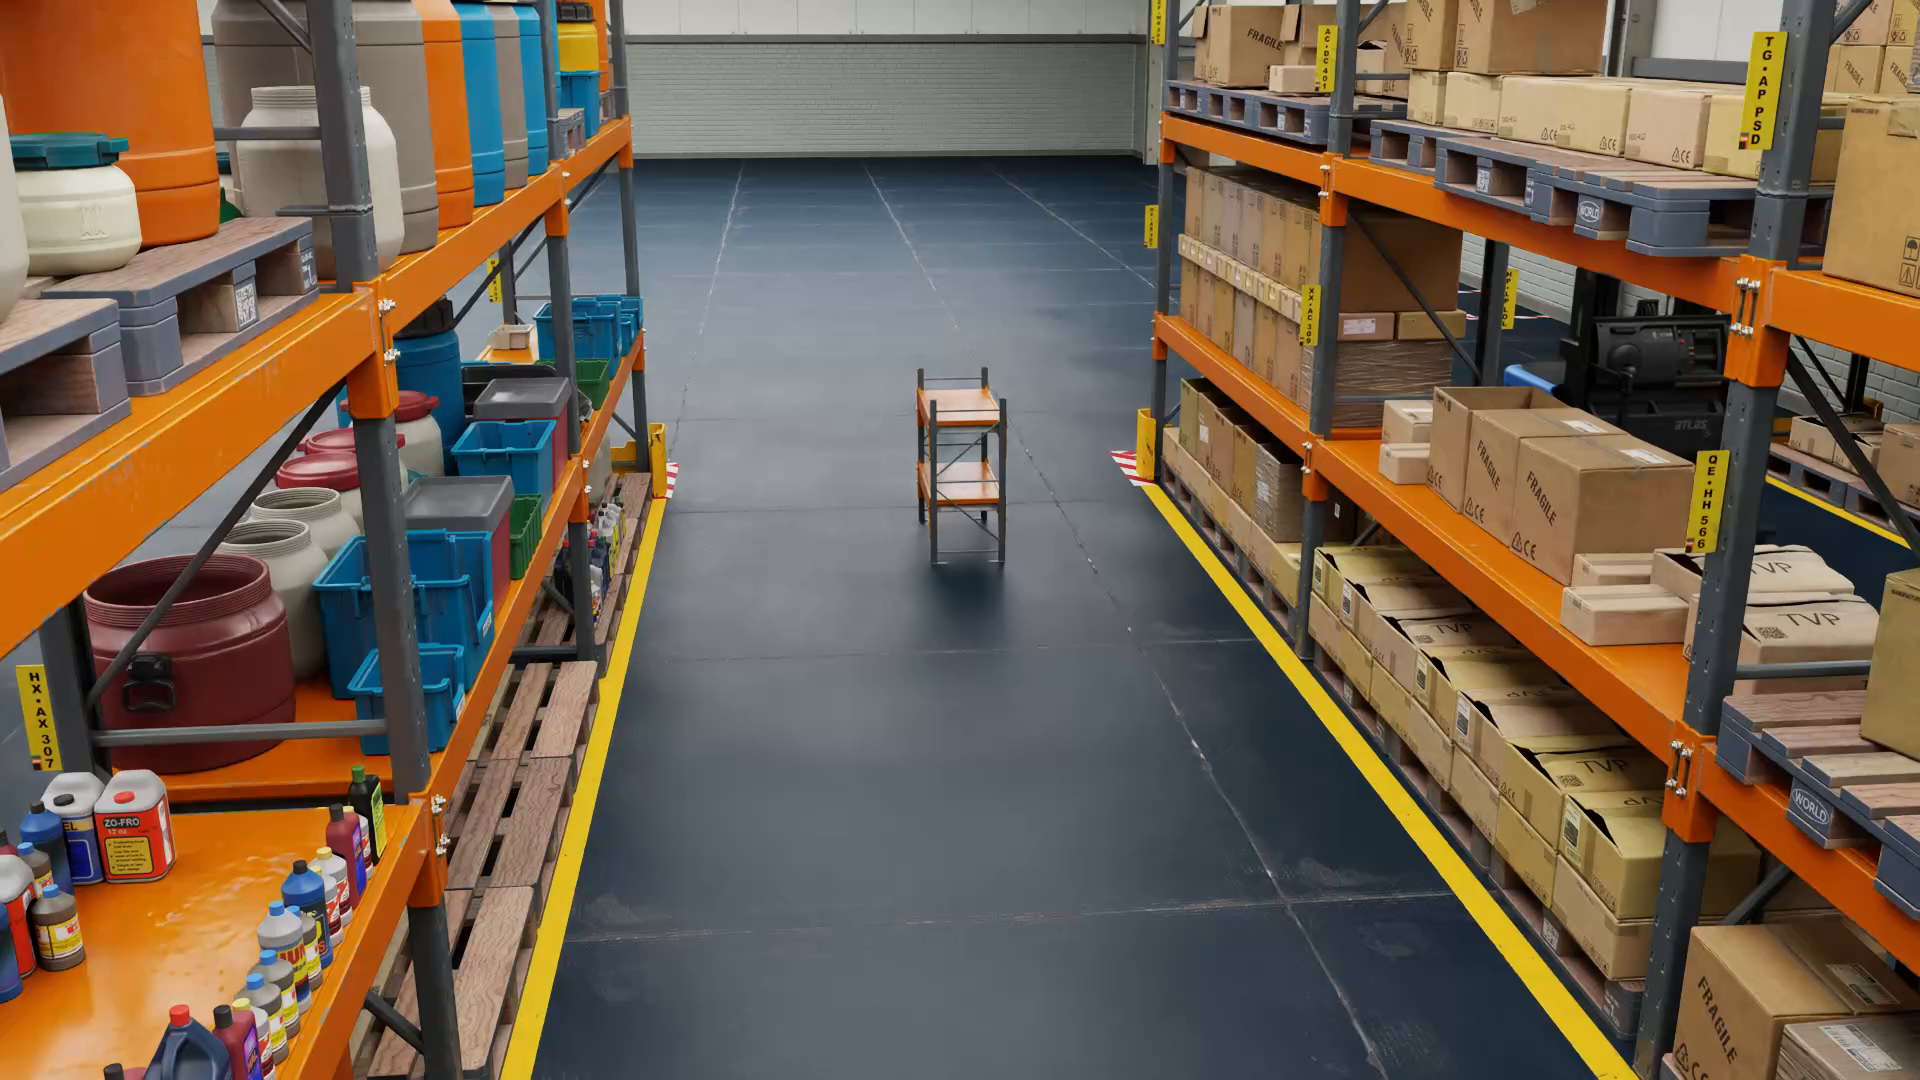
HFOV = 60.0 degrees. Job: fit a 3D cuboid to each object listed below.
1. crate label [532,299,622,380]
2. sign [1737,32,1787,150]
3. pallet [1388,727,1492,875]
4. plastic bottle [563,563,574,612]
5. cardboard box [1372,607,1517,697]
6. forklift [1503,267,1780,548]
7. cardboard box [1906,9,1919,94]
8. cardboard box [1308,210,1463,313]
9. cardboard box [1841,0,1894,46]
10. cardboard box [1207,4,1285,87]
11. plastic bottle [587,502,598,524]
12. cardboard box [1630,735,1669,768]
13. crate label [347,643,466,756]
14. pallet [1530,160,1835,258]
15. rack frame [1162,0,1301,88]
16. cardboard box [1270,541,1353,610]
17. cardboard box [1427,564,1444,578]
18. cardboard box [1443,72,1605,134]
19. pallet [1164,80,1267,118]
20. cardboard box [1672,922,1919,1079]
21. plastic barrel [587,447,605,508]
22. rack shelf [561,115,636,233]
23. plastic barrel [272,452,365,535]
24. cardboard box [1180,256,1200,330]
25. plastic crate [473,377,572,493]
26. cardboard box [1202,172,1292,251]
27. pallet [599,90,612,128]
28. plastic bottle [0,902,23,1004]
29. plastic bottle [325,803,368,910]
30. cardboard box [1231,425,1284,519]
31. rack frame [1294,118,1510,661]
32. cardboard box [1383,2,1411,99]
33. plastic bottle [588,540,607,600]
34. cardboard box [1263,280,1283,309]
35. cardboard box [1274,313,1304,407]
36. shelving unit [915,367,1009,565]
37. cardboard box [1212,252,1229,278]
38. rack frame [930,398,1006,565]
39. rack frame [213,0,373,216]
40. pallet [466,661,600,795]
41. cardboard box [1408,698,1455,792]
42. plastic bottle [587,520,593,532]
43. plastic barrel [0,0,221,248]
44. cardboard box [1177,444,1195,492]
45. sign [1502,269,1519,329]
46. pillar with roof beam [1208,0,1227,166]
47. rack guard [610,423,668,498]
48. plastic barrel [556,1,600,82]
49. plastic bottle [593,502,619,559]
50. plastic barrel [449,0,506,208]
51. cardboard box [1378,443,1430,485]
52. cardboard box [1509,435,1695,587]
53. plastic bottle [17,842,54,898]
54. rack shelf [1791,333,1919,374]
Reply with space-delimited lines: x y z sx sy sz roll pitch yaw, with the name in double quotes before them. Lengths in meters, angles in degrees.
"crate label" -2.449 -1.290 10.719 0.502 0.435 0.616 -2 18 -6
"sign" 2.292 -1.283 4.751 0.100 0.325 0.005 -2 18 -6
"pallet" 2.676 1.140 7.695 1.003 0.211 1.213 -2 18 -6
"plastic bottle" -2.258 0.264 9.628 0.061 0.283 0.133 -2 18 -6
"cardboard box" 2.328 0.505 8.014 0.500 0.311 0.500 -2 18 -7
"forklift" 4.665 -1.247 10.757 1.130 2.935 3.031 -2 18 -7
"cardboard box" 2.884 -1.407 4.308 0.500 0.500 0.500 -2 18 -6
"cardboard box" 2.380 -1.572 9.344 0.700 0.500 0.500 -2 18 -5
"cardboard box" 6.746 -3.811 11.932 0.500 0.500 0.500 -2 18 -6
"cardboard box" 1.919 -3.208 10.778 0.500 0.500 0.500 -2 18 -6
"plastic bottle" -2.389 -0.114 10.833 0.061 0.283 0.133 -2 18 -6
"cardboard box" 3.020 0.941 6.625 0.500 0.311 0.500 -2 18 -7
"crate label" -1.753 0.513 5.315 0.303 0.233 0.416 -2 18 -6
"pallet" 2.686 -1.122 5.551 1.213 0.211 1.003 -1 17 -3
"rack frame" 2.020 -4.827 12.030 1.000 3.000 0.127 -2 18 -6
"cardboard box" 2.167 0.207 9.900 0.500 0.250 0.500 -2 18 -6
"cardboard box" 2.759 0.182 9.042 0.500 0.311 0.500 -2 18 -6
"cardboard box" 2.546 -1.986 7.536 0.500 0.250 0.500 -3 18 -11
"pallet" 2.067 -3.143 11.819 1.003 0.211 1.213 -2 18 -6
"cardboard box" 2.608 1.545 5.185 0.500 0.500 0.500 -1 17 -3
"plastic barrel" -2.712 -0.484 11.662 0.421 0.512 0.421 0 17 0
"rack shelf" -2.701 -2.305 10.205 1.077 0.370 4.000 -2 18 -6
"plastic barrel" -2.494 -0.047 6.592 0.433 0.535 0.433 0 17 0
"cardboard box" 2.055 -1.873 12.469 0.700 0.500 0.500 -2 18 -6
"plastic crate" -2.141 -0.517 8.210 0.402 0.464 0.583 -2 18 -6
"cardboard box" 2.120 -2.320 11.726 0.700 0.500 0.500 -2 18 -7
"pallet" -2.920 -2.905 11.229 1.003 0.211 1.213 -2 18 -6
"plastic bottle" -2.266 0.942 3.884 0.097 0.271 0.097 0 17 0
"plastic bottle" -1.593 0.802 4.309 0.061 0.283 0.133 -2 18 -6
"cardboard box" 2.072 -0.449 10.738 0.500 0.500 0.500 -2 18 -6
"rack frame" 2.432 -0.773 9.133 1.000 3.000 0.127 -2 18 -6
"cardboard box" 2.643 -2.678 9.089 0.500 0.500 0.500 0 17 -1
"plastic bottle" -2.166 0.179 9.787 0.144 0.351 0.185 -1 17 -4
"cardboard box" 2.088 -1.508 10.223 0.380 0.149 0.250 -2 18 -6
"cardboard box" 2.319 -1.110 10.038 0.700 0.500 0.500 -2 18 -6
"shelving unit" 0.001 -0.535 11.502 0.538 1.125 1.048 -2 18 -6
"cardboard box" 1.954 -1.891 11.443 0.380 0.149 0.250 -2 18 -7
"rack frame" 0.053 -0.383 11.020 0.500 1.125 0.032 -2 18 -6
"rack frame" -2.082 -2.292 3.954 1.000 3.000 0.127 -2 18 -6
"pallet" -2.375 0.942 8.325 1.003 0.211 1.213 -2 18 -6
"cardboard box" 2.387 0.924 7.615 0.500 0.250 0.500 -1 17 -5
"plastic bottle" -2.391 -0.028 10.695 0.097 0.201 0.097 0 17 0
"plastic barrel" -2.027 -1.097 3.737 0.600 0.830 0.708 -2 18 -6
"cardboard box" 1.909 -0.538 12.273 0.500 0.250 0.500 -2 18 -6
"sign" 2.971 -1.308 9.034 0.100 0.325 0.005 -2 18 -6
"pillar with roof beam" 1.122 -11.817 34.294 9.100 9.000 0.400 -2 18 -6
"rack guard" -2.853 -0.599 12.752 1.175 0.500 0.348 -2 18 -6
"plastic barrel" -2.664 -3.199 10.835 0.600 0.588 0.600 0 17 0
"plastic bottle" -2.248 -0.059 10.546 0.144 0.351 0.185 -1 17 -3
"plastic barrel" -2.092 -1.757 6.422 0.600 0.901 0.708 -2 18 -6
"cardboard box" 2.320 -0.383 8.309 0.380 0.149 0.250 -2 18 -6
"cardboard box" 2.656 -0.129 6.913 0.500 0.500 0.500 -3 18 -9
"plastic bottle" -2.365 0.868 4.235 0.097 0.201 0.097 0 17 0
"rack shelf" 7.153 -1.180 11.629 1.077 0.370 4.000 -2 18 -6
